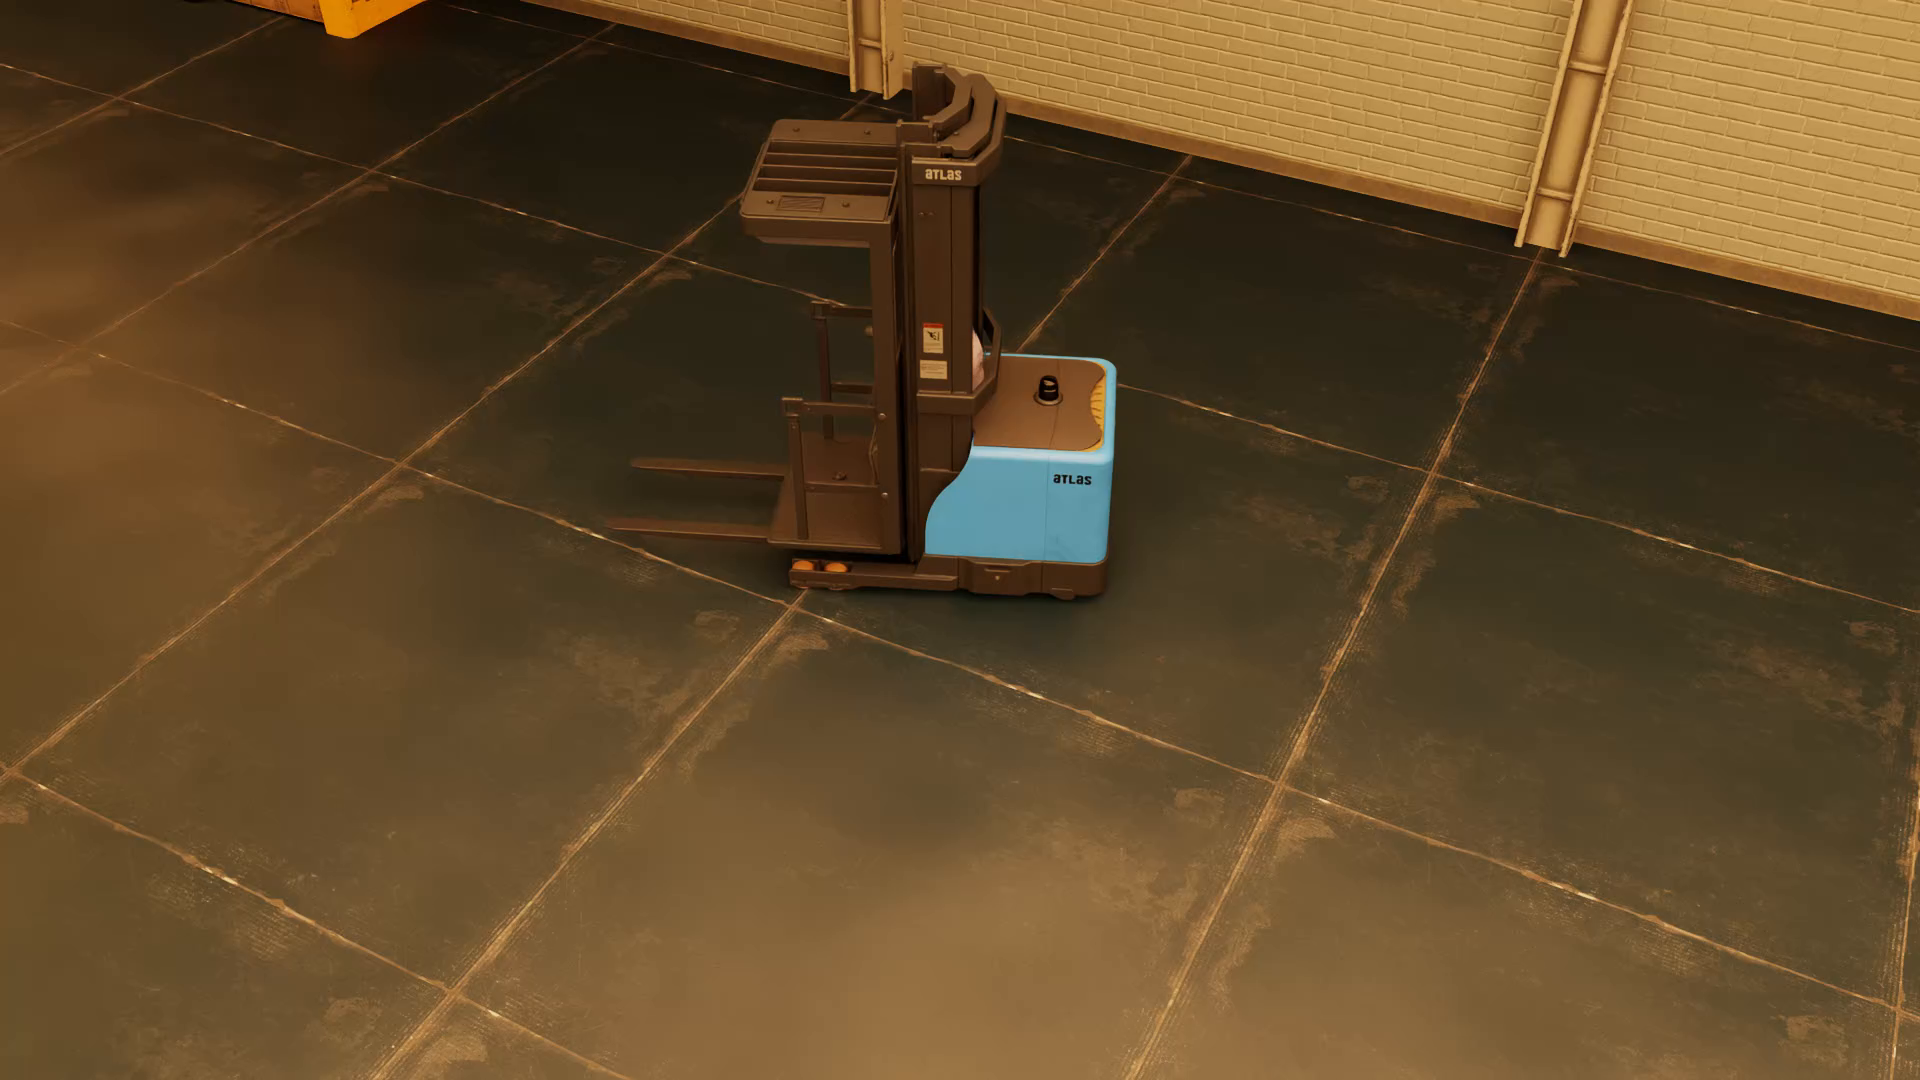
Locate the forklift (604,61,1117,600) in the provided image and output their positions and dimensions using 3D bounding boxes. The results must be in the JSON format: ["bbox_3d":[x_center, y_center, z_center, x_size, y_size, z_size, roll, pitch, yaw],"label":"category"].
[{"bbox_3d":[-0.606,-1.157,9.360,3.031,2.935,1.130,3,40,4],"label":"forklift"}]

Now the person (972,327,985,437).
[{"bbox_3d":[0.057,-0.697,9.601,0.537,1.600,0.602,18,43,21],"label":"person"}]
